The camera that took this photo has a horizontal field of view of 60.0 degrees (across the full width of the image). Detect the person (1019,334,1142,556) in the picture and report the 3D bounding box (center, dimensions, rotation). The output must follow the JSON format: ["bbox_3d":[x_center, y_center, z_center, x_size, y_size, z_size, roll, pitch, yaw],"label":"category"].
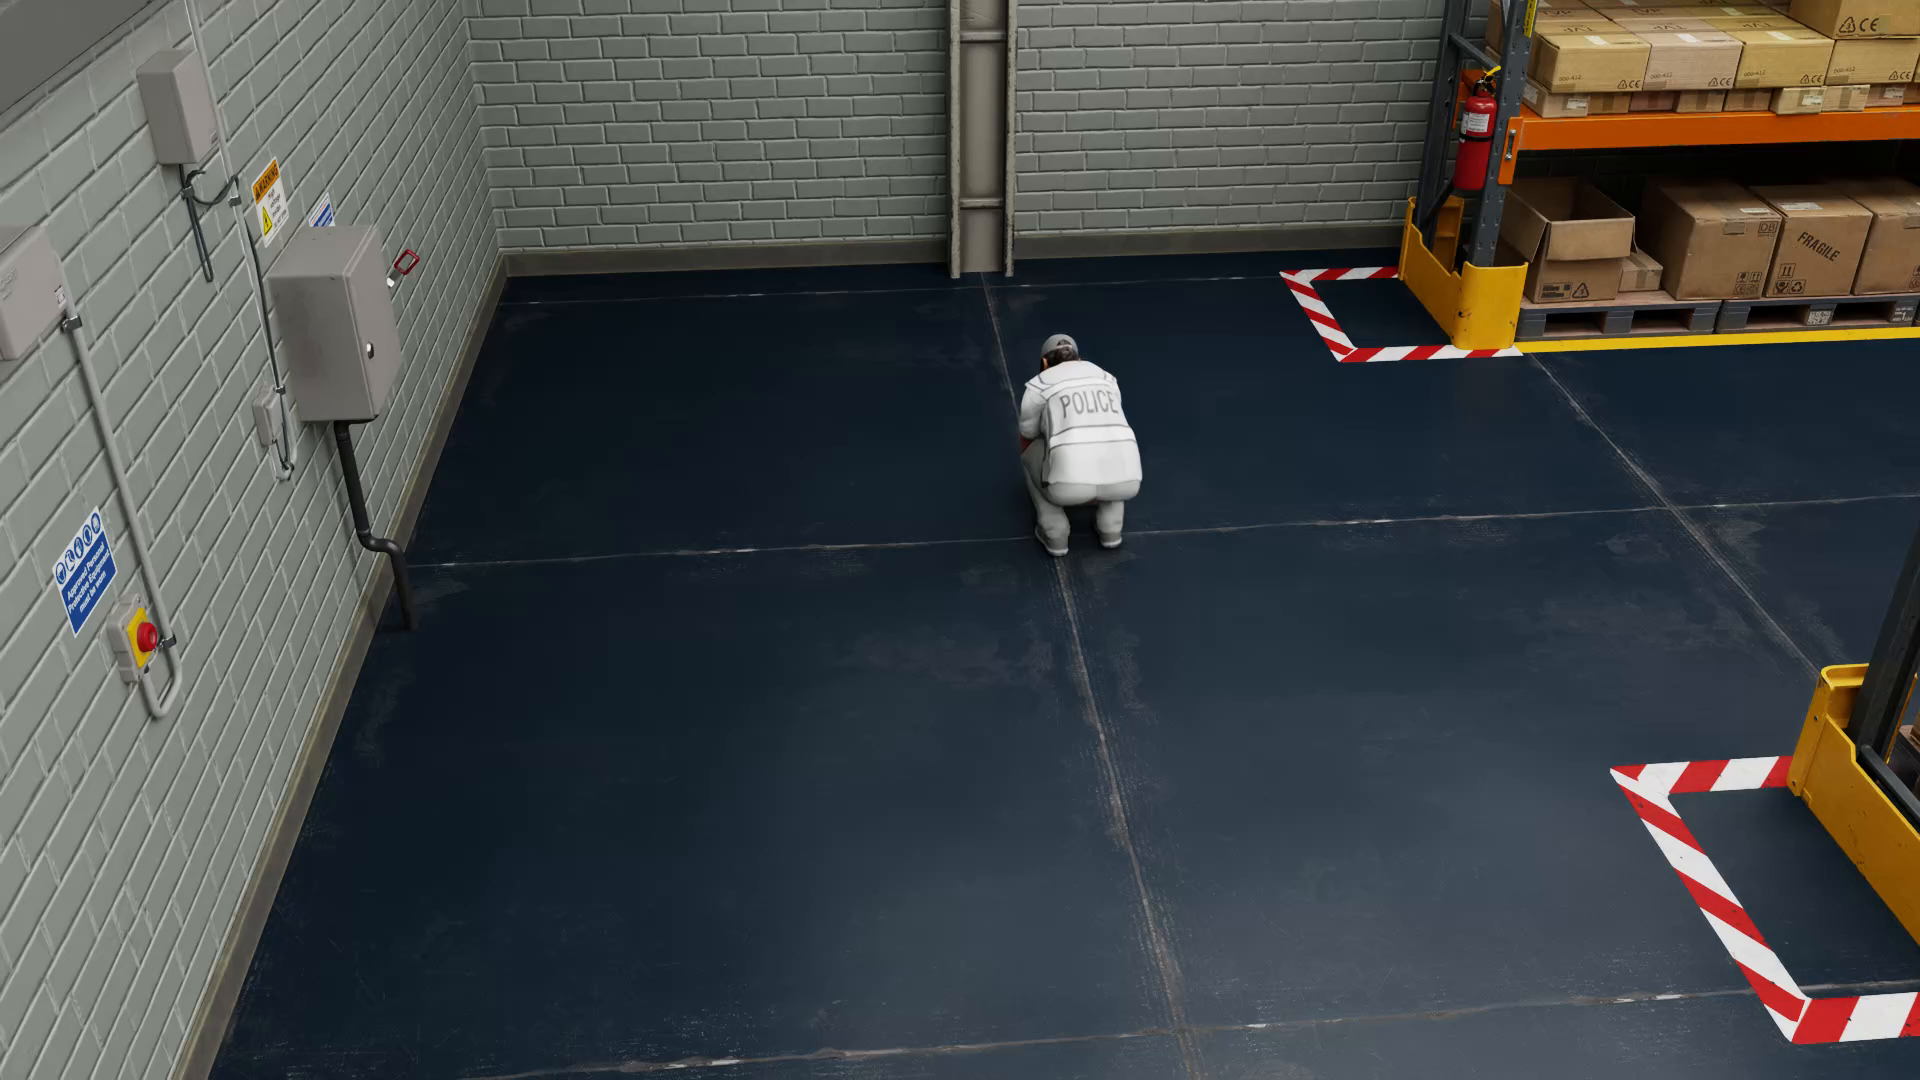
[{"bbox_3d":[0.543,-0.412,7.604,0.515,0.850,0.864,-3,31,-5],"label":"person"}]
